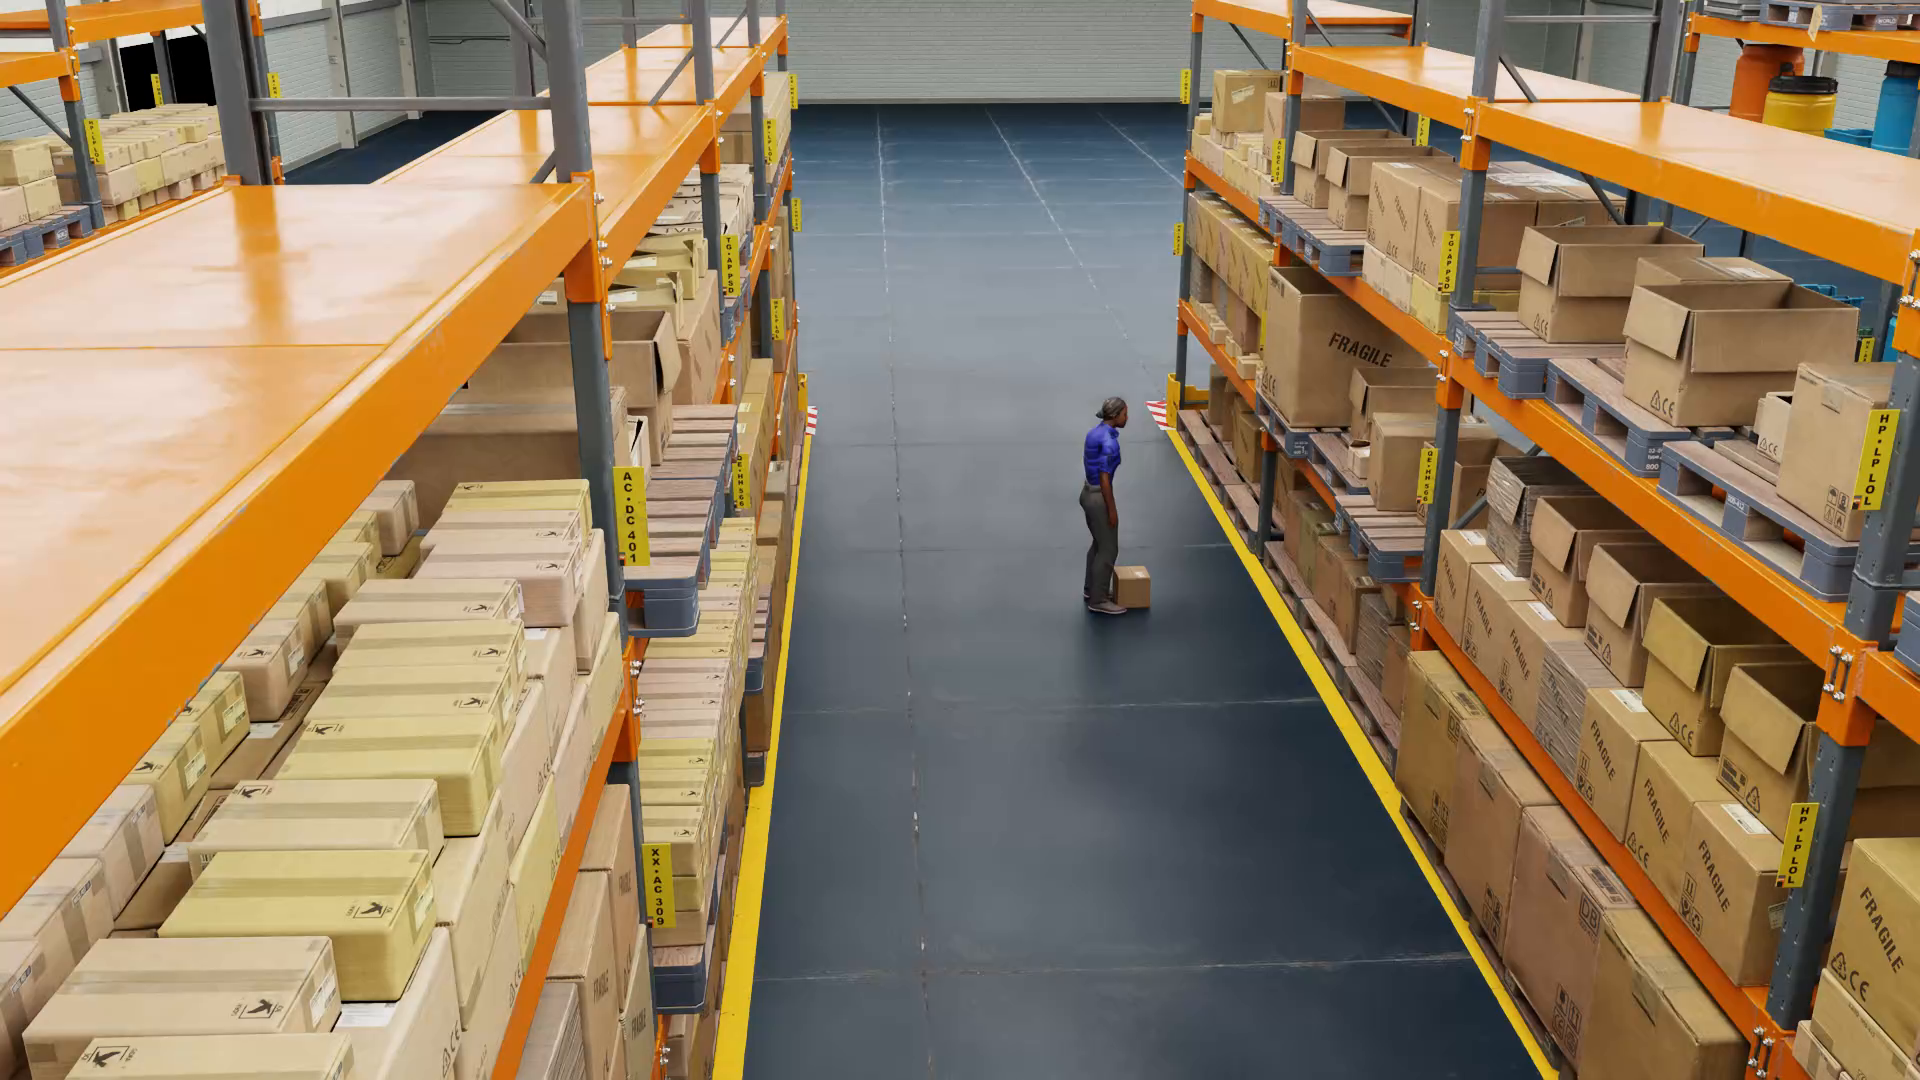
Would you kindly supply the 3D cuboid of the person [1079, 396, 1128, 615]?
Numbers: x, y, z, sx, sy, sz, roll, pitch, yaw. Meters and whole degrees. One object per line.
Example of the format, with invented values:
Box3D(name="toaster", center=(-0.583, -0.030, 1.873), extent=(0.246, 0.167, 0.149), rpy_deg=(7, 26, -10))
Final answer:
Box3D(name="person", center=(1.097, -0.285, 12.666), extent=(0.352, 1.653, 0.530), rpy_deg=(-2, 21, -6))
